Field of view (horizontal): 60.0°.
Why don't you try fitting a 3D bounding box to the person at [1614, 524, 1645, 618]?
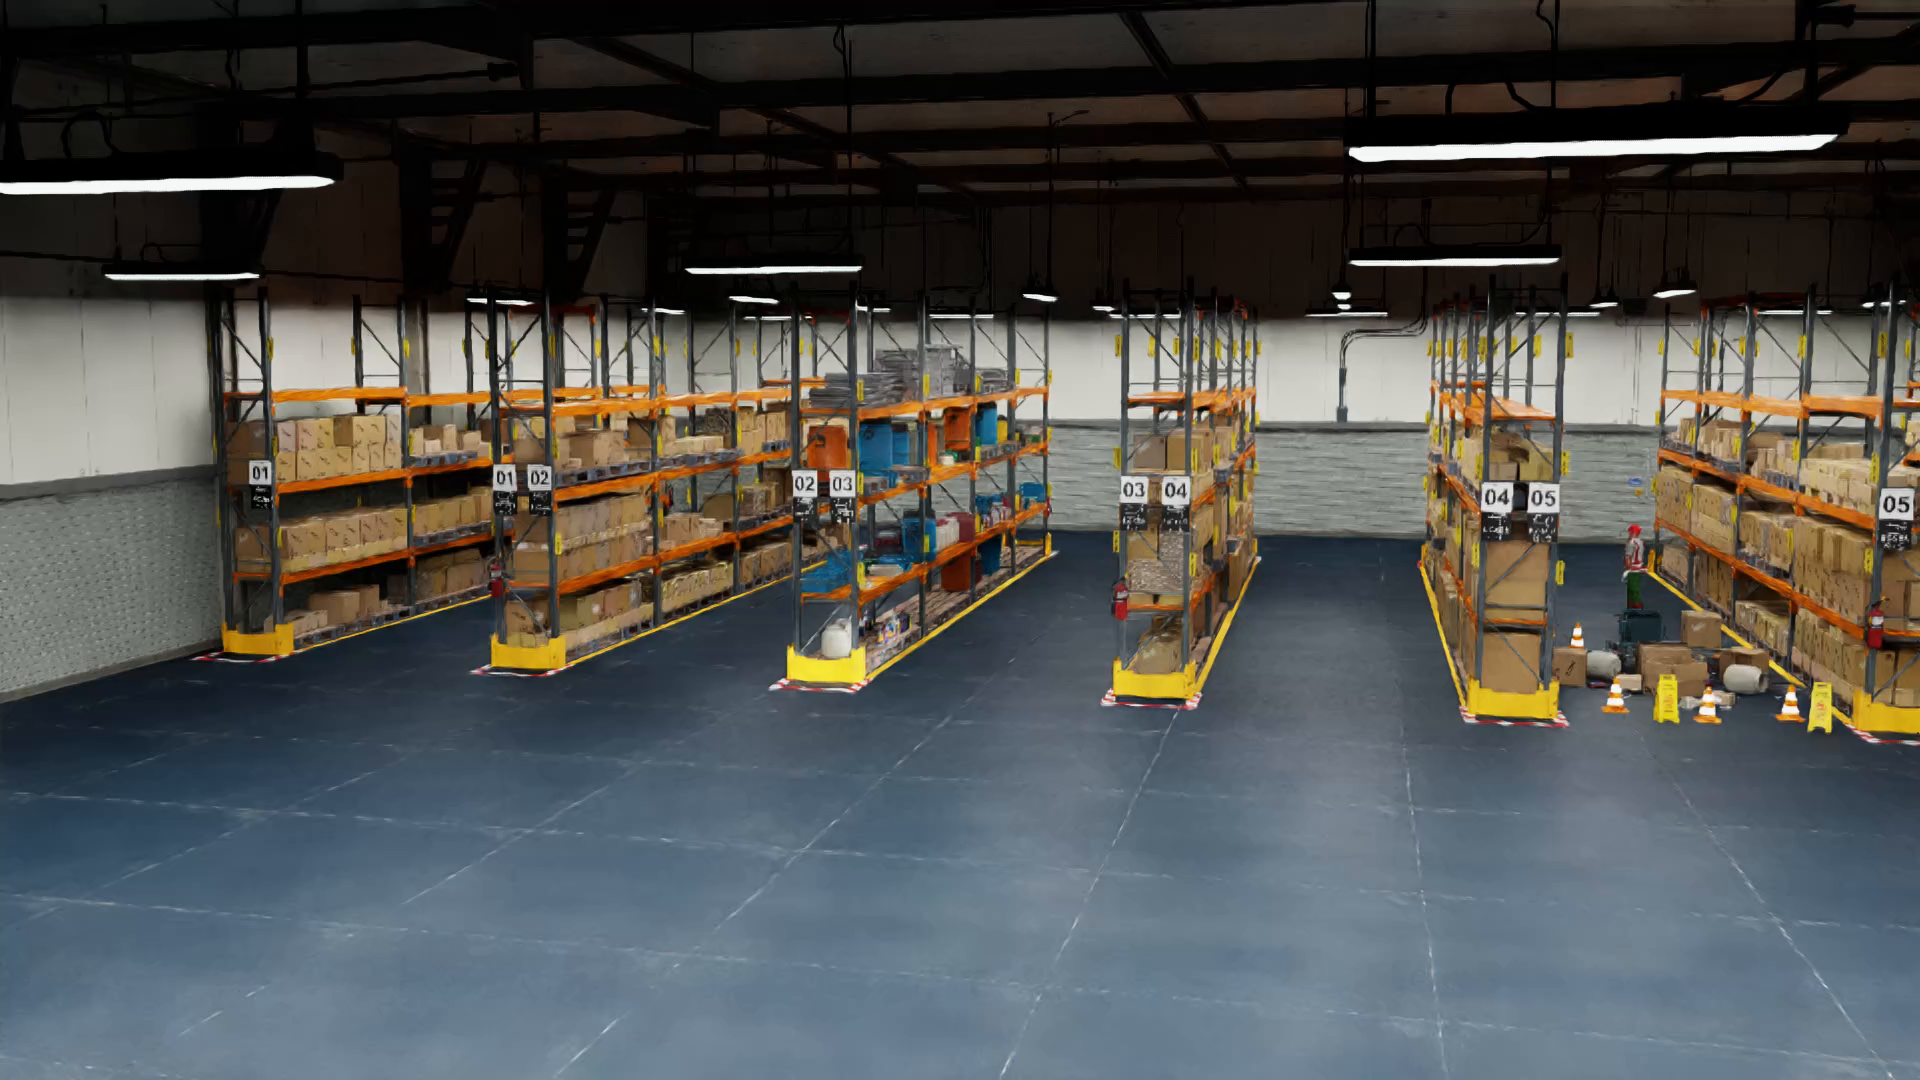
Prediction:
[{"bbox_3d":[12.339,0.593,30.575,0.577,1.786,0.653,5,8,39],"label":"person"}]
